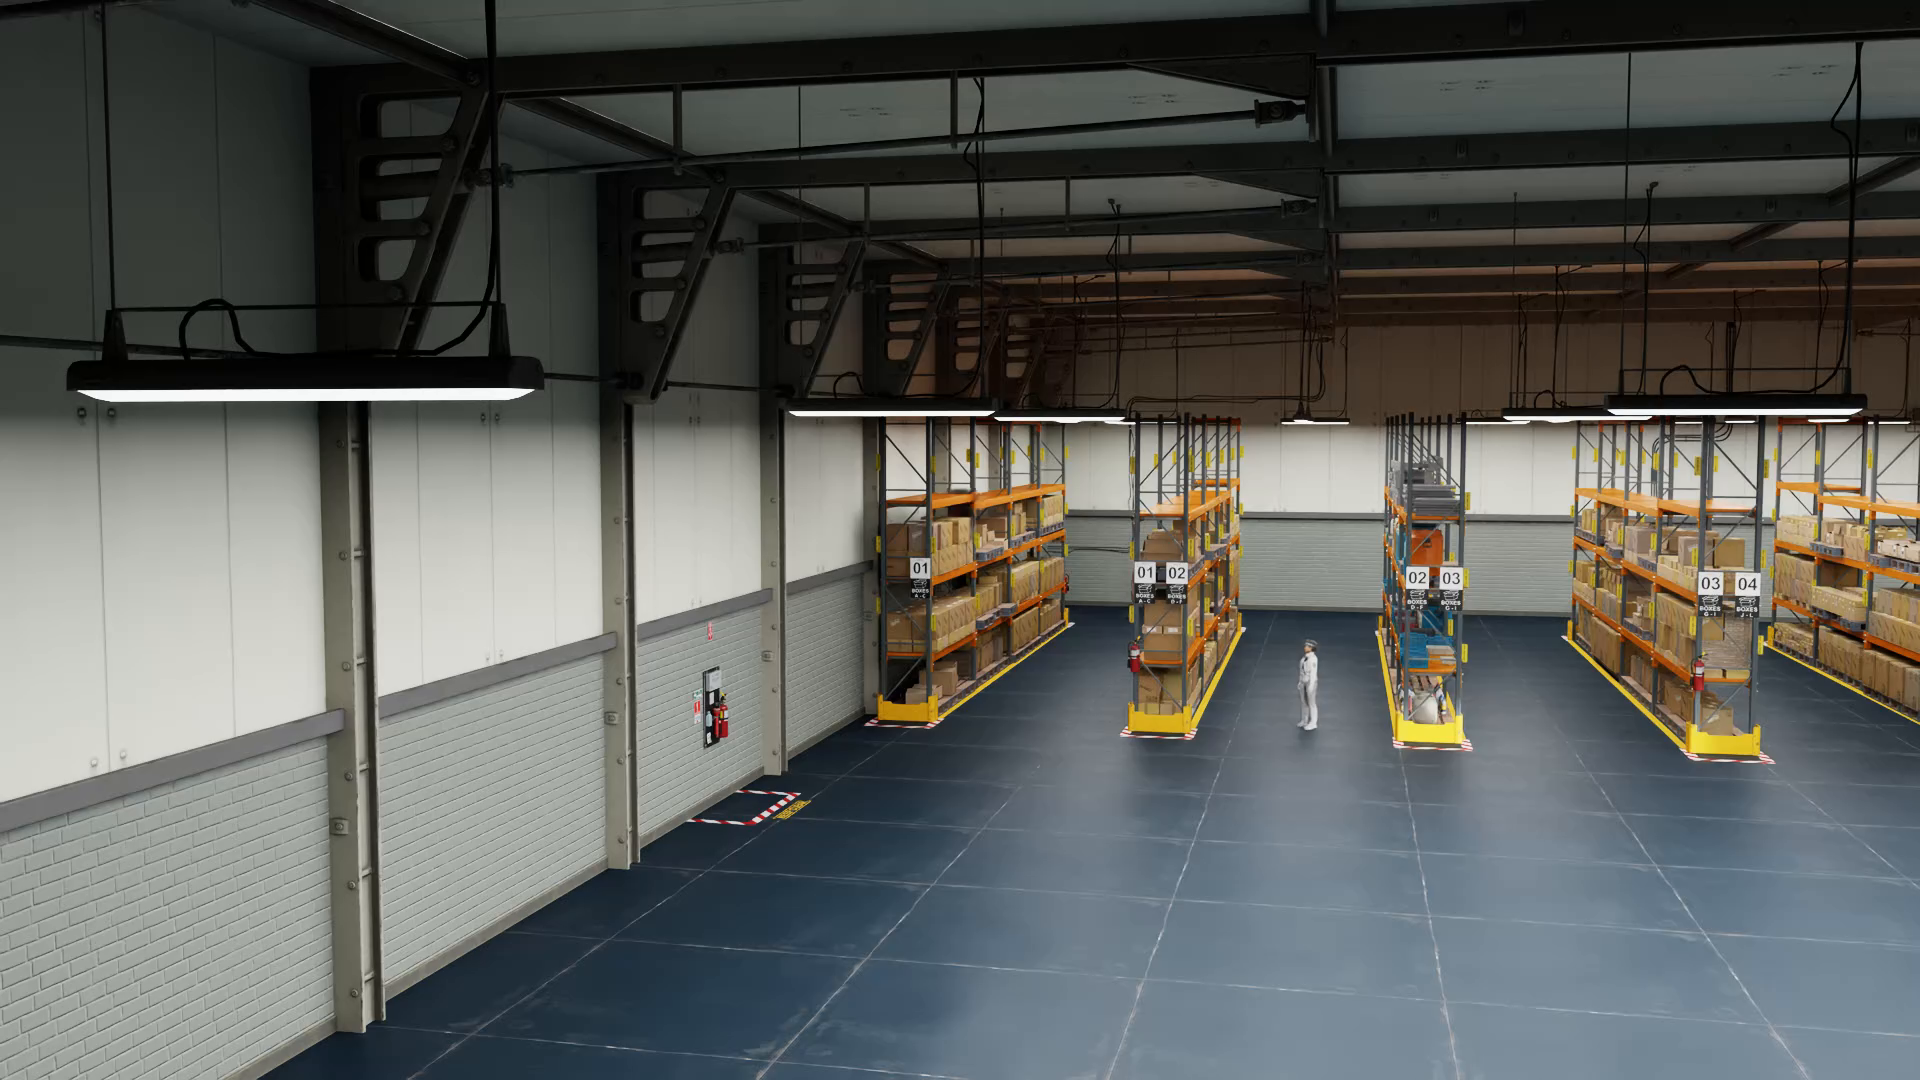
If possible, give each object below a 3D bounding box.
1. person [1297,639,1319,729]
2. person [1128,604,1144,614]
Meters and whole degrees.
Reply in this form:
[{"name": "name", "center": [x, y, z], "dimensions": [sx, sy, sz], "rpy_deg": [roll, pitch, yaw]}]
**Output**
[{"name": "person", "center": [6.639, 2.728, 31.687], "dimensions": [0.393, 1.699, 0.522], "rpy_deg": [-1, 4, -21]}, {"name": "person", "center": [5.535, 1.551, 49.612], "dimensions": [1.061, 1.641, 0.659], "rpy_deg": [3, 5, 37]}]
